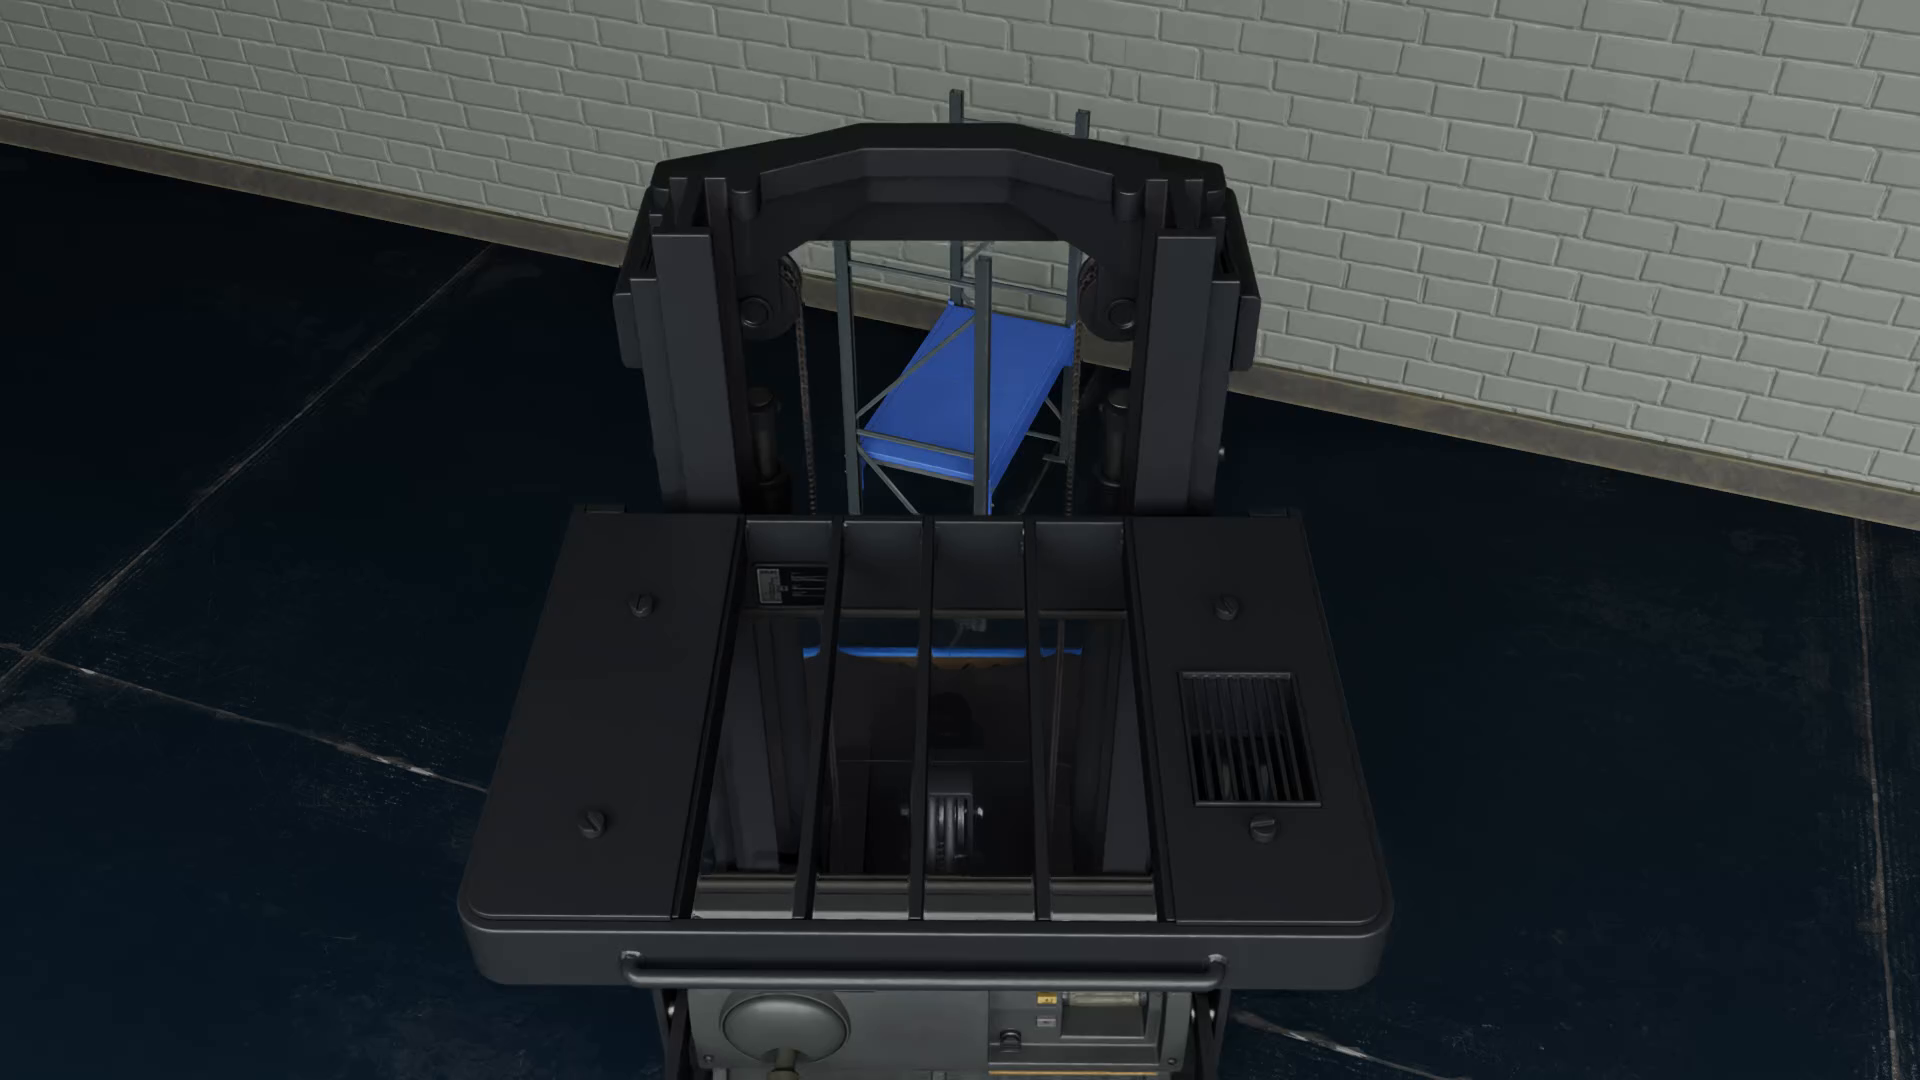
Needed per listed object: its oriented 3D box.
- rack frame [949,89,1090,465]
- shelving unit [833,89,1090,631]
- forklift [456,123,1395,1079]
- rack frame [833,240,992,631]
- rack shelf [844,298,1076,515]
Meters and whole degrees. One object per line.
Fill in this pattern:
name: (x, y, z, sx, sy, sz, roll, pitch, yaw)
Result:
rack frame: (0.203, -0.933, 6.188, 0.500, 1.500, 0.032, 13, 42, 15)
shelving unit: (0.029, -0.623, 5.824, 0.538, 1.500, 1.048, 13, 42, 15)
forklift: (-0.037, 0.927, 2.905, 1.130, 2.935, 3.031, 0, 40, 0)
rack frame: (-0.145, -0.313, 5.461, 0.500, 1.500, 0.032, 13, 42, 15)
rack shelf: (0.029, -0.486, 5.941, 0.538, 0.185, 1.000, 13, 42, 15)
